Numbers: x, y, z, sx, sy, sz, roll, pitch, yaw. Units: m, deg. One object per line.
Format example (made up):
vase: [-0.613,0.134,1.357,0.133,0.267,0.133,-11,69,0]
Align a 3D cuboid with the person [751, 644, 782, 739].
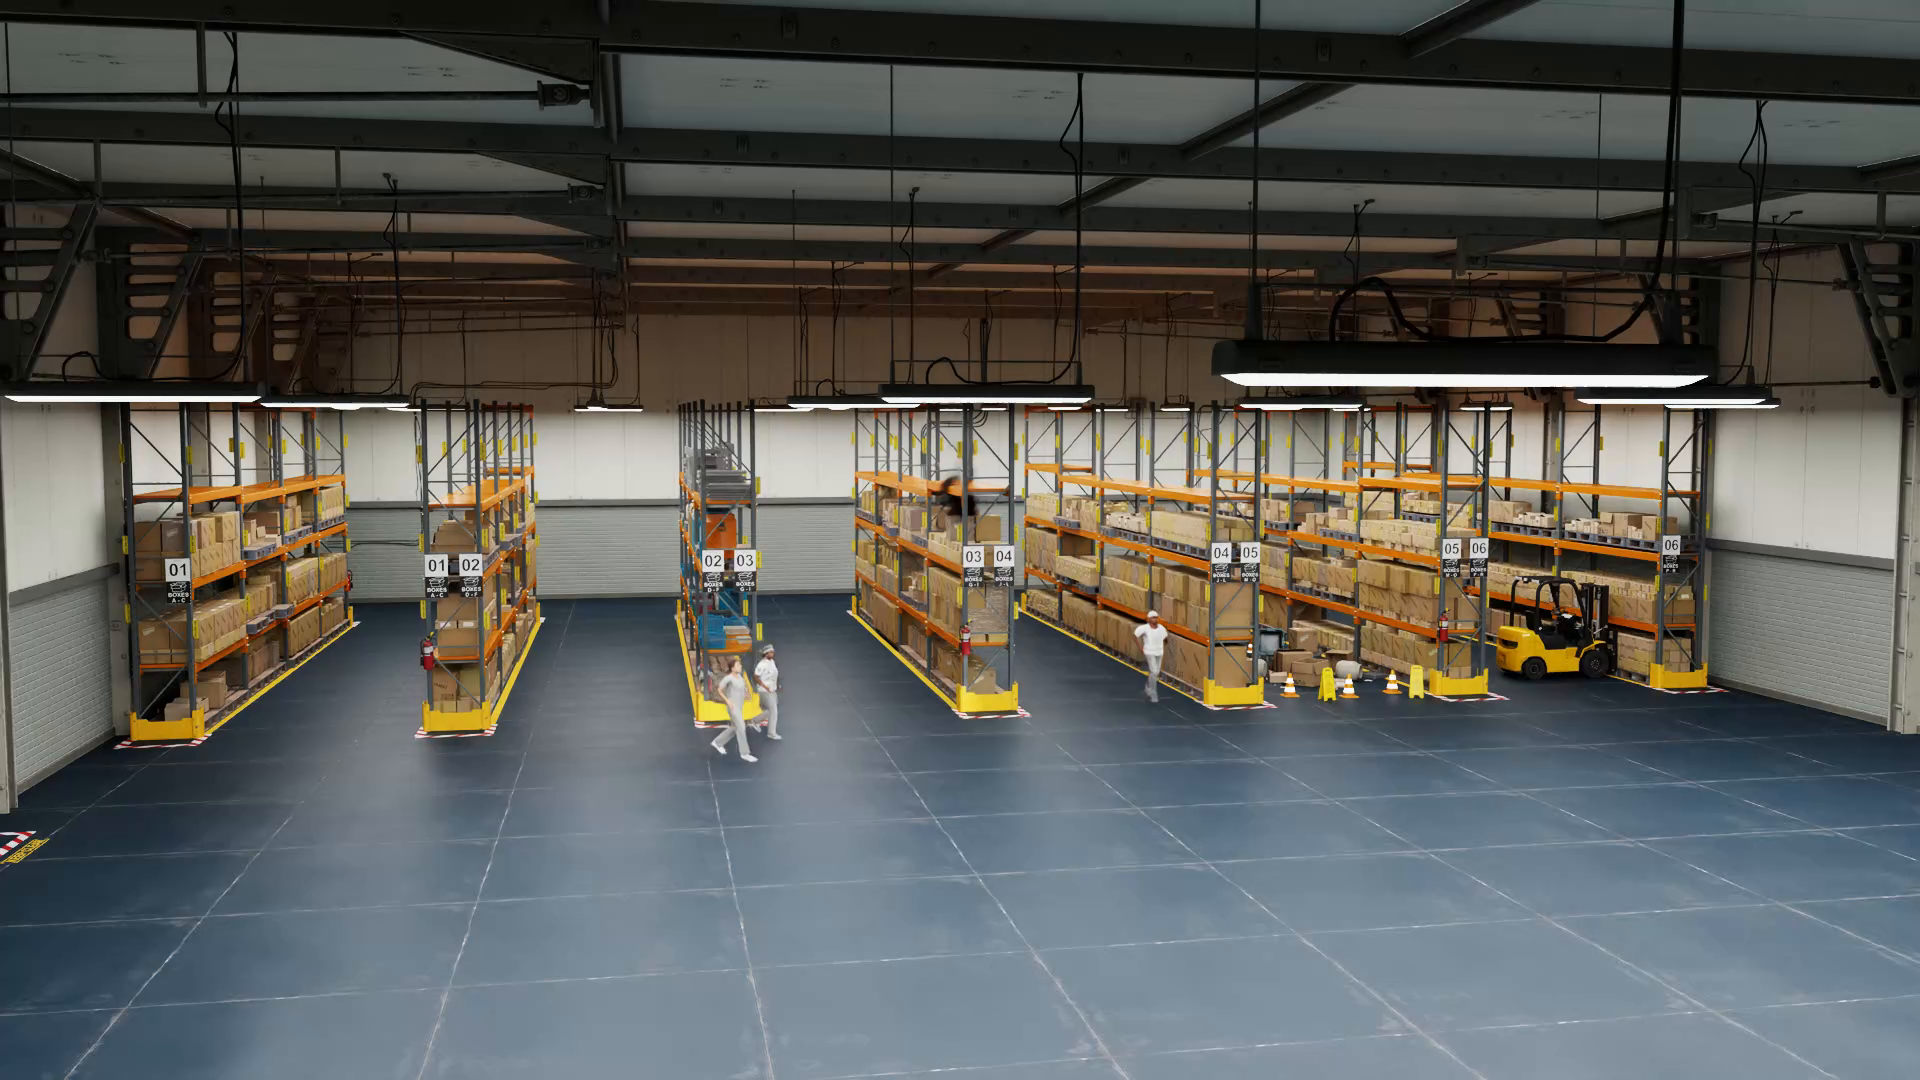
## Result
person: [-3.443,2.672,29.459,0.640,1.676,0.605,2,5,20]

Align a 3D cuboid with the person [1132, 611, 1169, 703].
person: [3.878,2.327,33.319,0.673,1.827,0.729,-2,5,-26]

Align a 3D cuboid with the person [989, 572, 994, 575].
person: [0.768,1.241,47.649,0.829,1.725,0.985,0,4,4]

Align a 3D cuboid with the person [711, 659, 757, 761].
person: [-3.753,2.804,27.579,0.875,1.678,0.580,2,5,21]
